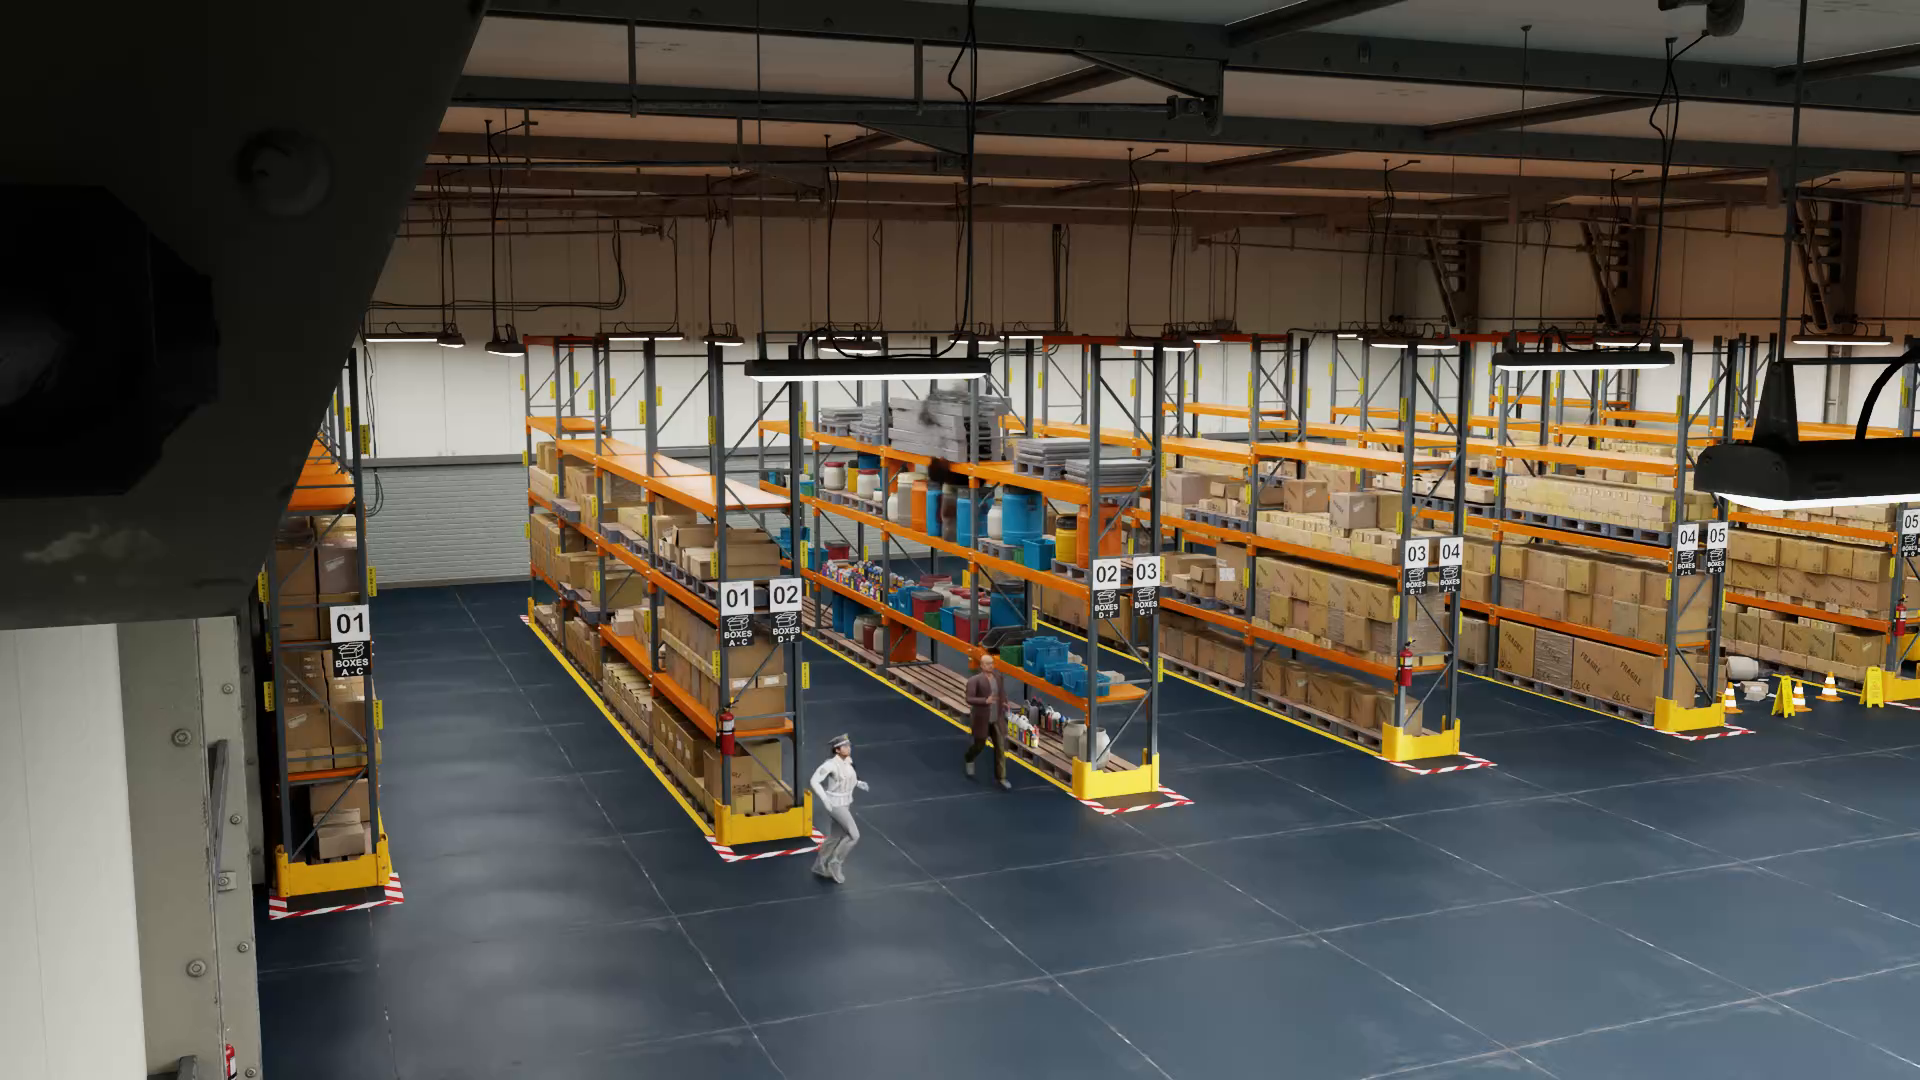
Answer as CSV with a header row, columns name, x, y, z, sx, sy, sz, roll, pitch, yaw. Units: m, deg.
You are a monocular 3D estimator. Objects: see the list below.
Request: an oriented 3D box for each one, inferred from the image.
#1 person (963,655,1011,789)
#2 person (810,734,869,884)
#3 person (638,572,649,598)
name,x,y,z,sx,sy,sz,roll,pitch,yaw
person,0.385,2.432,22.620,0.714,1.755,1.017,-4,8,-26
person,-1.355,3.018,18.819,0.674,1.703,0.590,3,8,20
person,-6.627,0.831,35.246,0.588,1.666,0.695,6,10,37
